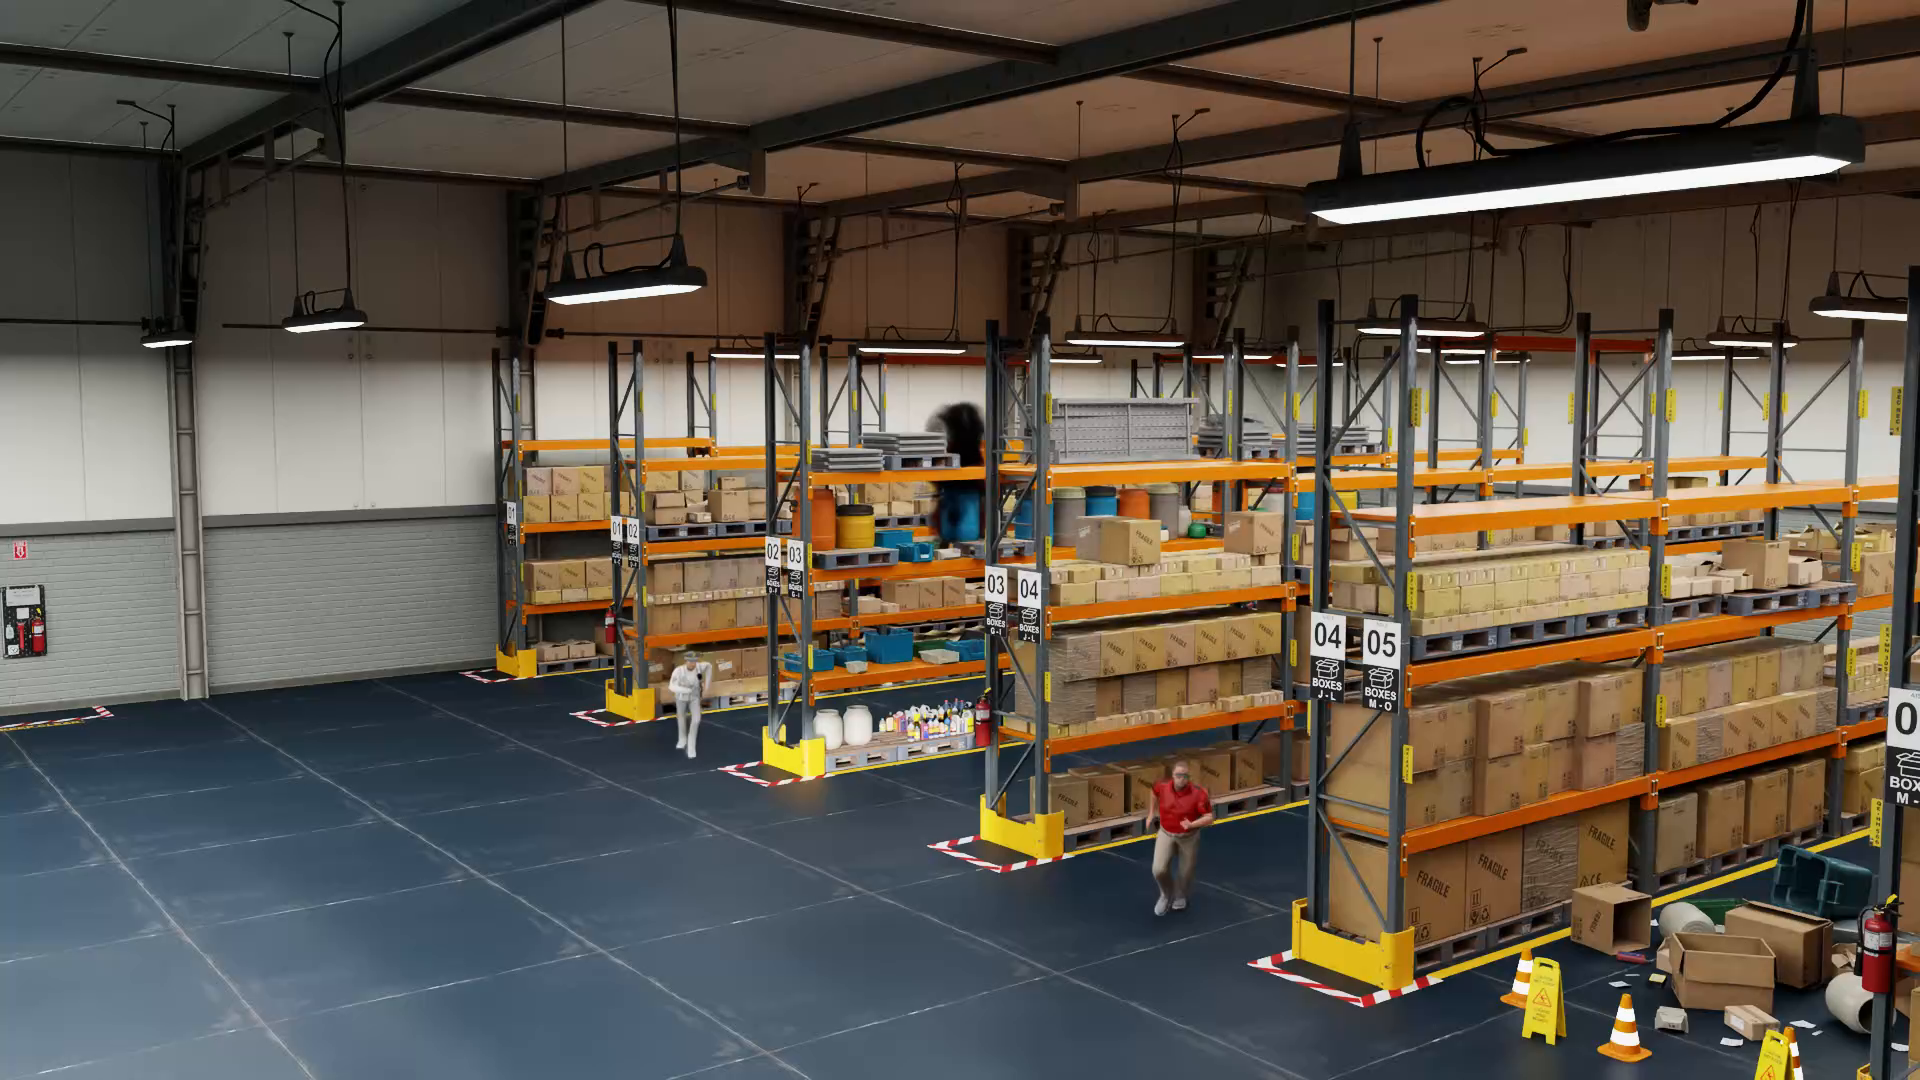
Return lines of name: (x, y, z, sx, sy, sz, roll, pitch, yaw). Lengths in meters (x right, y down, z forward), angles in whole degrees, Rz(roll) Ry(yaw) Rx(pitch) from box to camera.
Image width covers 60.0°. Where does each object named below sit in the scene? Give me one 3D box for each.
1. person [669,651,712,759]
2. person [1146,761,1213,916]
person: (-3.857, 2.327, 23.752, 0.651, 1.576, 0.930, -2, 5, -20)
person: (2.146, 2.919, 16.317, 0.677, 1.594, 0.997, 1, 5, 11)
